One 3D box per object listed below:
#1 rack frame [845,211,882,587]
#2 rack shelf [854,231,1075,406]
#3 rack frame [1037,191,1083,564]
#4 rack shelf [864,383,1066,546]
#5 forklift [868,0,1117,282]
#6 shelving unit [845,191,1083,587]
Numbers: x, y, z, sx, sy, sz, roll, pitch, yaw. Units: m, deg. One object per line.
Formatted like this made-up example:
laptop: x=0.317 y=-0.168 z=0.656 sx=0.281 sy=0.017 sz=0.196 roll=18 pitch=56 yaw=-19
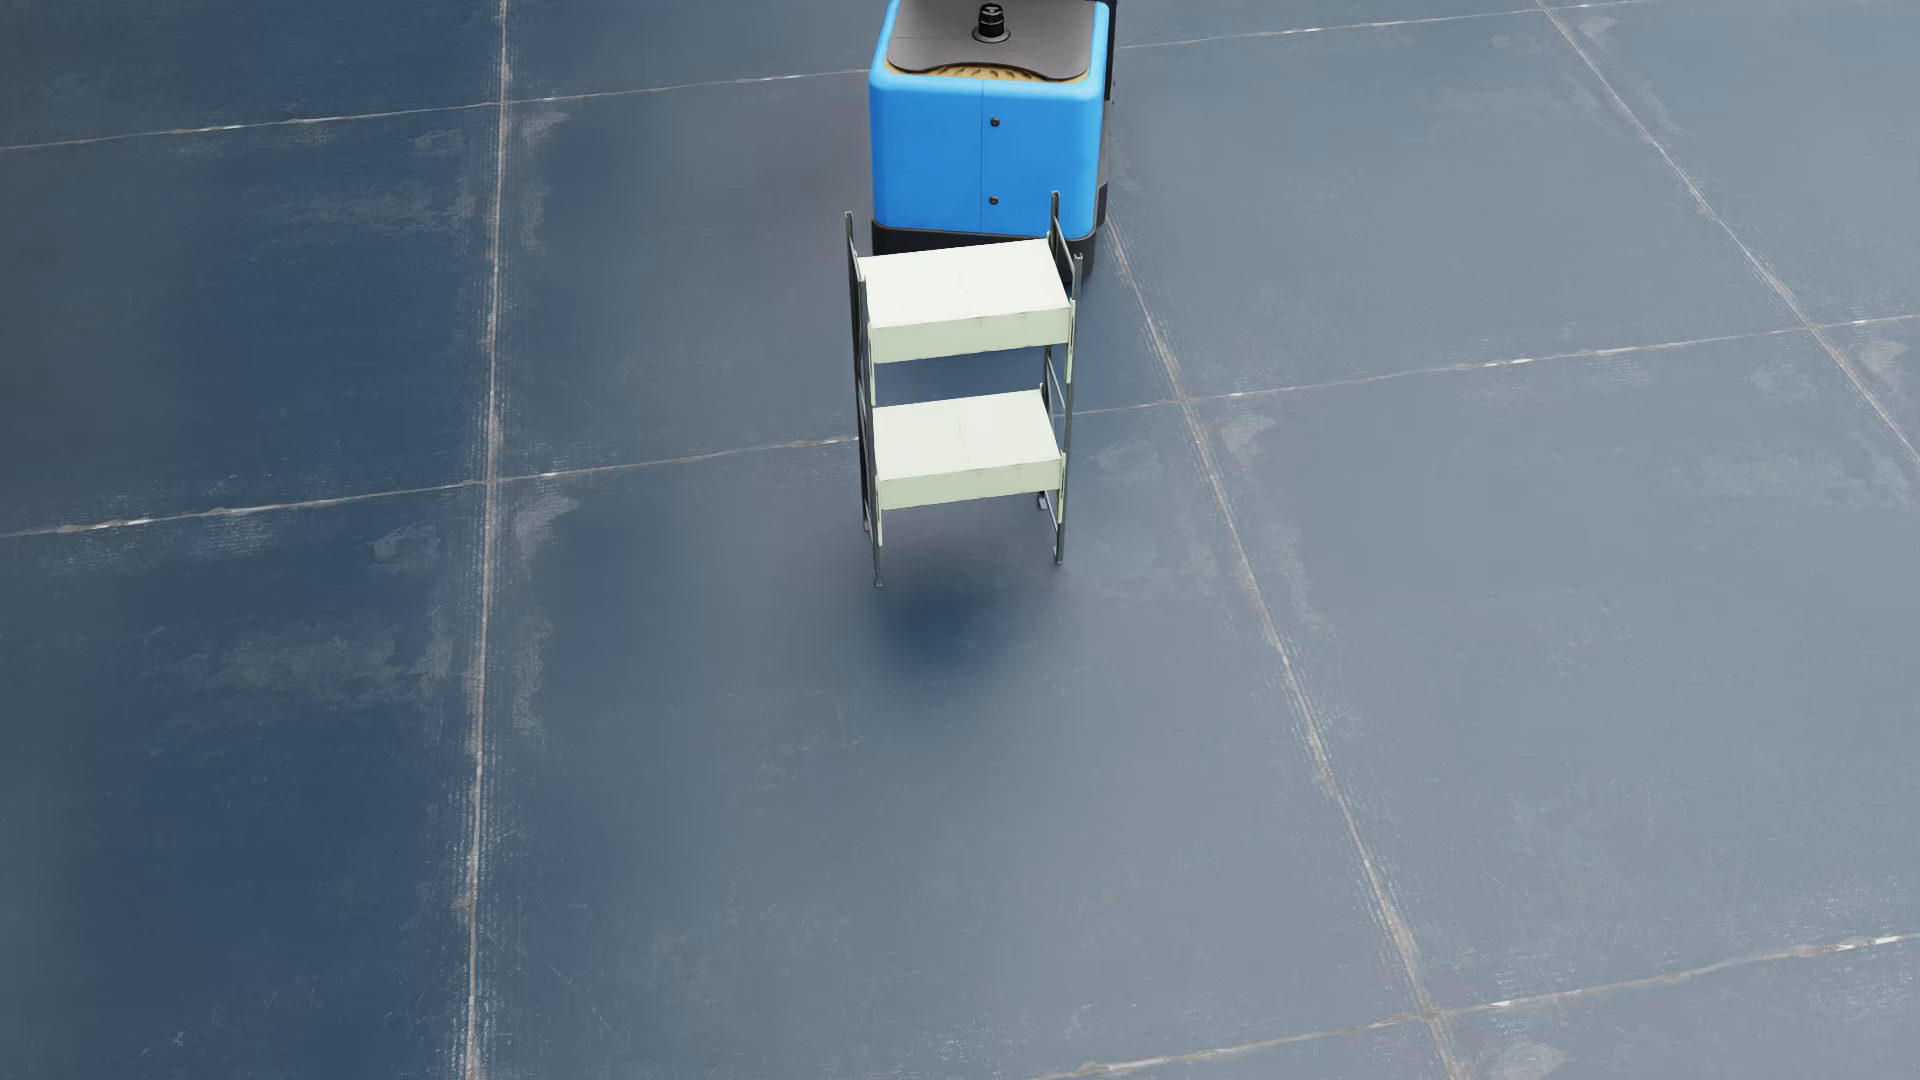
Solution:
rack frame: x=-0.354 y=-0.476 z=6.167 sx=0.023 sy=1.500 sz=0.400 roll=-7 pitch=46 yaw=-7
rack shelf: x=0.007 y=-0.792 z=5.930 sx=0.720 sy=0.370 sz=0.431 roll=-7 pitch=46 yaw=-7
rack frame: x=0.367 y=-0.566 z=6.254 sx=0.023 sy=1.500 sz=0.400 roll=-7 pitch=46 yaw=-7
rack shelf: x=0.007 y=-0.295 z=6.445 sx=0.720 sy=0.370 sz=0.431 roll=-7 pitch=46 yaw=-7
forklift: x=0.257 y=-3.294 z=7.888 sx=1.130 sy=2.935 sz=3.031 roll=4 pitch=46 yaw=4
shelving unit: x=0.007 y=-0.521 z=6.211 sx=0.755 sy=1.500 sz=0.431 roll=-7 pitch=46 yaw=-7
